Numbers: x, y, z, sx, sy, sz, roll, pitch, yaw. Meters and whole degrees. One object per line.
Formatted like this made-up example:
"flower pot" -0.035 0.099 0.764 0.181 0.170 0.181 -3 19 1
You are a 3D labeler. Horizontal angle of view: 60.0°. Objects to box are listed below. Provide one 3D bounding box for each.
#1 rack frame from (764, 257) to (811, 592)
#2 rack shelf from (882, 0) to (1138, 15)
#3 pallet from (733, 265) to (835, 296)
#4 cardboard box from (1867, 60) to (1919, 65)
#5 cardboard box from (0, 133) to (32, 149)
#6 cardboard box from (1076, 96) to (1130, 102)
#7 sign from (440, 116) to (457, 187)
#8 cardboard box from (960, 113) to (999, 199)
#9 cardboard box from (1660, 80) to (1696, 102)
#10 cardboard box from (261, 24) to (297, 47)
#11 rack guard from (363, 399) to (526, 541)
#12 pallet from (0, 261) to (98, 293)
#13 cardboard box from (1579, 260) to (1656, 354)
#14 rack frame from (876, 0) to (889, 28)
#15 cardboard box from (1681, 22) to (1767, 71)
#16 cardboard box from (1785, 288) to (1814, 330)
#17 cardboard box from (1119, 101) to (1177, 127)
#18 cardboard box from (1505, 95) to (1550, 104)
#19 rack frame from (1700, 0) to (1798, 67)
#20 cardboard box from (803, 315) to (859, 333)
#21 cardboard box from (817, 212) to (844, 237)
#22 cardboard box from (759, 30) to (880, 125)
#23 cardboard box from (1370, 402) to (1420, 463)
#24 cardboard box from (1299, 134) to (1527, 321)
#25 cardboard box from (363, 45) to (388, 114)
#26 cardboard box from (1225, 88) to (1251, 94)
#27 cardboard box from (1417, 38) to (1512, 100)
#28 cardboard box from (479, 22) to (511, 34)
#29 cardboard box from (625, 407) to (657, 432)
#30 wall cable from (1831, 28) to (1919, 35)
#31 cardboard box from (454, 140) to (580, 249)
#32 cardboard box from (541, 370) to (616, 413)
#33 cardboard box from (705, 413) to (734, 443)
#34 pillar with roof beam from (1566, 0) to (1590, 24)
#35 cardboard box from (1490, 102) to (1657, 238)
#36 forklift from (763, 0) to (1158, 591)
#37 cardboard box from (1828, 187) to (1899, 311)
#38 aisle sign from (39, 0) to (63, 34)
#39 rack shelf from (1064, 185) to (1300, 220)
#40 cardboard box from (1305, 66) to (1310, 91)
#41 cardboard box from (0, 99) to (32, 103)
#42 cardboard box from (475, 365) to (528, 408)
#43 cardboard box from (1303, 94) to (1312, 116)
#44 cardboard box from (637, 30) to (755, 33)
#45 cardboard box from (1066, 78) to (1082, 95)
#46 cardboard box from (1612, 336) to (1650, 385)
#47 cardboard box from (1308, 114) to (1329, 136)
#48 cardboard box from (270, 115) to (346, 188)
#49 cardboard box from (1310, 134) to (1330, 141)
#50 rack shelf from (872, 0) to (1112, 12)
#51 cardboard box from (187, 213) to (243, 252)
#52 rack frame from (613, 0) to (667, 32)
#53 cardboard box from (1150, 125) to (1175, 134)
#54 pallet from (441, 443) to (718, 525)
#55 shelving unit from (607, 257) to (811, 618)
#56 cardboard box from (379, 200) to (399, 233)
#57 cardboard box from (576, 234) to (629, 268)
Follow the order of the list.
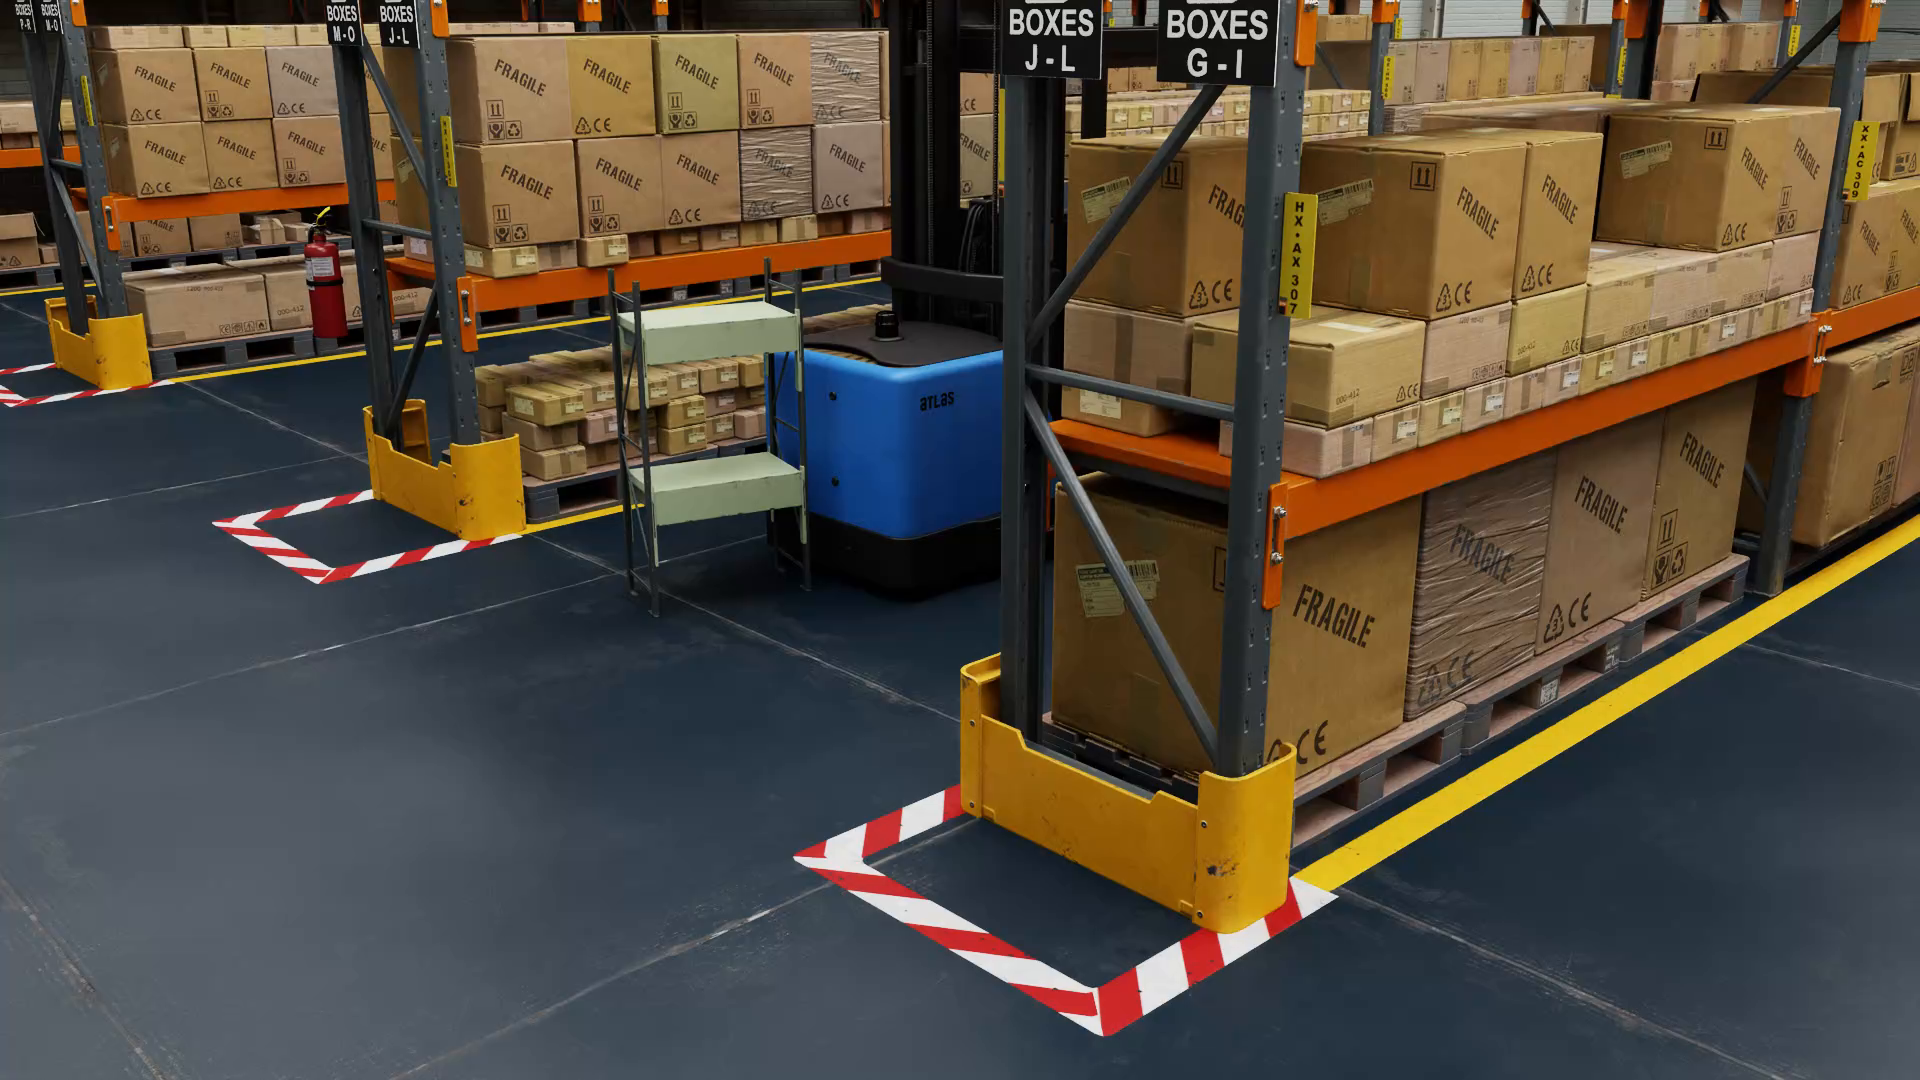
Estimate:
"rack frame" -0.796 -0.526 7.675 0.023 1.500 0.400 -9 20 -26
"rack shelf" 0.977 -5.854 17.979 4.000 0.370 1.077 -16 24 -41
"pallet" -1.987 -2.611 16.197 1.213 0.211 1.003 -16 24 -41
"cardboard box" 5.314 -2.360 9.113 0.637 0.503 0.797 -16 24 -40
"cardboard box" -8.955 -3.778 15.681 0.250 0.149 0.380 -17 24 -42
"cardboard box" 1.004 -3.120 12.007 0.380 0.149 0.250 17 25 42
"sign" -2.442 -1.852 7.931 0.005 0.325 0.100 -16 24 -41
"cardboard box" -0.066 -2.433 10.481 0.500 0.500 0.500 -16 24 -41
"cardboard box" 7.022 -4.467 17.155 0.550 0.550 0.875 -16 24 -41
"cardboard box" -5.099 -3.723 12.269 0.250 0.149 0.380 -16 24 -40
"rack guard" -2.760 -0.389 8.875 0.348 0.500 1.175 -16 24 -41
"pallet" -9.068 -2.620 16.225 1.213 0.211 1.003 -16 24 -41
"cardboard box" 2.170 -0.870 6.064 0.500 0.250 0.500 -17 24 -42
"rack frame" -0.476 -4.345 17.023 0.127 3.000 1.000 -16 24 -41
"cardboard box" 8.178 -5.330 18.068 0.550 0.550 0.875 -16 24 -41
"cardboard box" 3.429 -1.019 7.172 0.250 0.149 0.380 -16 24 -41
"cardboard box" 1.263 -2.920 11.389 0.250 0.149 0.380 -17 24 -42
"cardboard box" 4.975 -3.768 15.080 0.500 0.500 0.500 -16 24 -40
"rack frame" 8.811 -4.953 18.896 0.127 3.000 1.000 -16 24 -41
"cardboard box" -0.866 -1.340 10.730 0.250 0.149 0.380 -17 25 -42
"cardboard box" -0.905 -1.900 9.888 0.250 0.149 0.380 -17 24 -42
"cardboard box" -0.818 -2.698 9.678 0.500 0.500 0.500 -15 24 -39
"cardboard box" 1.189 -0.366 5.156 0.250 0.149 0.380 -17 24 -42
"cardboard box" 1.417 -1.003 5.260 0.500 0.500 0.500 -17 25 -42
"cardboard box" -4.644 -3.539 12.753 0.500 0.500 0.500 -16 24 -41
"cardboard box" 2.154 -3.458 13.047 0.250 0.149 0.380 -16 24 -41
"cardboard box" 4.440 -4.198 14.787 0.500 0.500 0.700 -17 24 -41
"cardboard box" -3.842 -4.111 13.465 0.250 0.149 0.380 -16 24 -41
"cardboard box" -1.903 -0.718 9.294 0.250 0.149 0.380 -16 24 -40
"wall cable" 25.646 -15.268 46.020 0.112 2.526 3.097 -16 24 -41
"cardboard box" -2.299 -1.784 8.481 0.500 0.500 0.500 -15 23 -38
"cardboard box" -2.083 -0.809 9.093 0.250 0.149 0.380 -16 24 -40
"cardboard box" -1.524 -0.678 9.654 0.250 0.149 0.380 -16 24 -41
"pillar with roof beam" 16.835 -12.910 33.711 0.400 9.000 9.100 -16 24 -41
"cardboard box" 2.539 -1.557 6.968 0.500 0.500 0.500 -16 24 -41
"forklift" 0.445 -1.532 8.456 1.130 2.935 3.031 17 25 42
"cardboard box" 3.932 -1.366 7.672 0.500 0.500 0.500 -16 24 -41
"aisle sign" -6.142 -3.806 11.146 0.004 0.787 0.394 -16 24 -41
"rack shelf" 1.545 -2.491 12.472 4.000 0.370 1.077 -16 24 -41
"cardboard box" 4.017 -5.739 20.678 0.500 0.500 0.500 -16 24 -40
"cardboard box" -9.175 -4.098 16.021 0.500 0.250 0.500 -16 24 -41
"cardboard box" -2.604 -0.858 9.244 0.250 0.149 0.380 -16 24 -40
"cardboard box" 2.391 -3.248 12.402 0.250 0.149 0.380 -15 23 -39
"cardboard box" -1.531 -2.712 9.720 0.500 0.500 0.500 17 24 42
"cardboard box" 1.133 -5.108 18.050 0.500 0.500 0.500 17 24 42
"cardboard box" 2.310 -0.693 6.167 0.250 0.149 0.380 -16 24 -40
"cardboard box" 2.570 -3.159 12.609 0.250 0.149 0.380 -16 24 -40
"cardboard box" -5.013 -2.952 12.564 0.500 0.500 0.500 -16 24 -41
"cardboard box" 2.587 -3.023 12.672 0.250 0.149 0.380 -16 24 -40
"rack shelf" 0.470 -7.813 24.021 4.000 0.370 1.077 -16 24 -41
"cardboard box" -7.791 -3.273 17.088 0.700 0.500 0.500 17 24 42
"rack frame" -3.889 -5.457 20.452 0.127 3.000 1.000 -16 24 -41
"cardboard box" 1.256 -2.777 11.431 0.380 0.149 0.250 17 24 41
"pallet" -2.145 -0.416 9.426 1.213 0.211 1.003 -16 24 -41
"shelving unit" -1.120 -0.473 7.513 0.755 1.500 0.431 -9 20 -26
"cardboard box" -6.290 -3.672 18.319 0.500 0.500 0.500 -15 23 -38
"cardboard box" -1.966 -1.546 8.797 0.380 0.149 0.250 17 25 42
